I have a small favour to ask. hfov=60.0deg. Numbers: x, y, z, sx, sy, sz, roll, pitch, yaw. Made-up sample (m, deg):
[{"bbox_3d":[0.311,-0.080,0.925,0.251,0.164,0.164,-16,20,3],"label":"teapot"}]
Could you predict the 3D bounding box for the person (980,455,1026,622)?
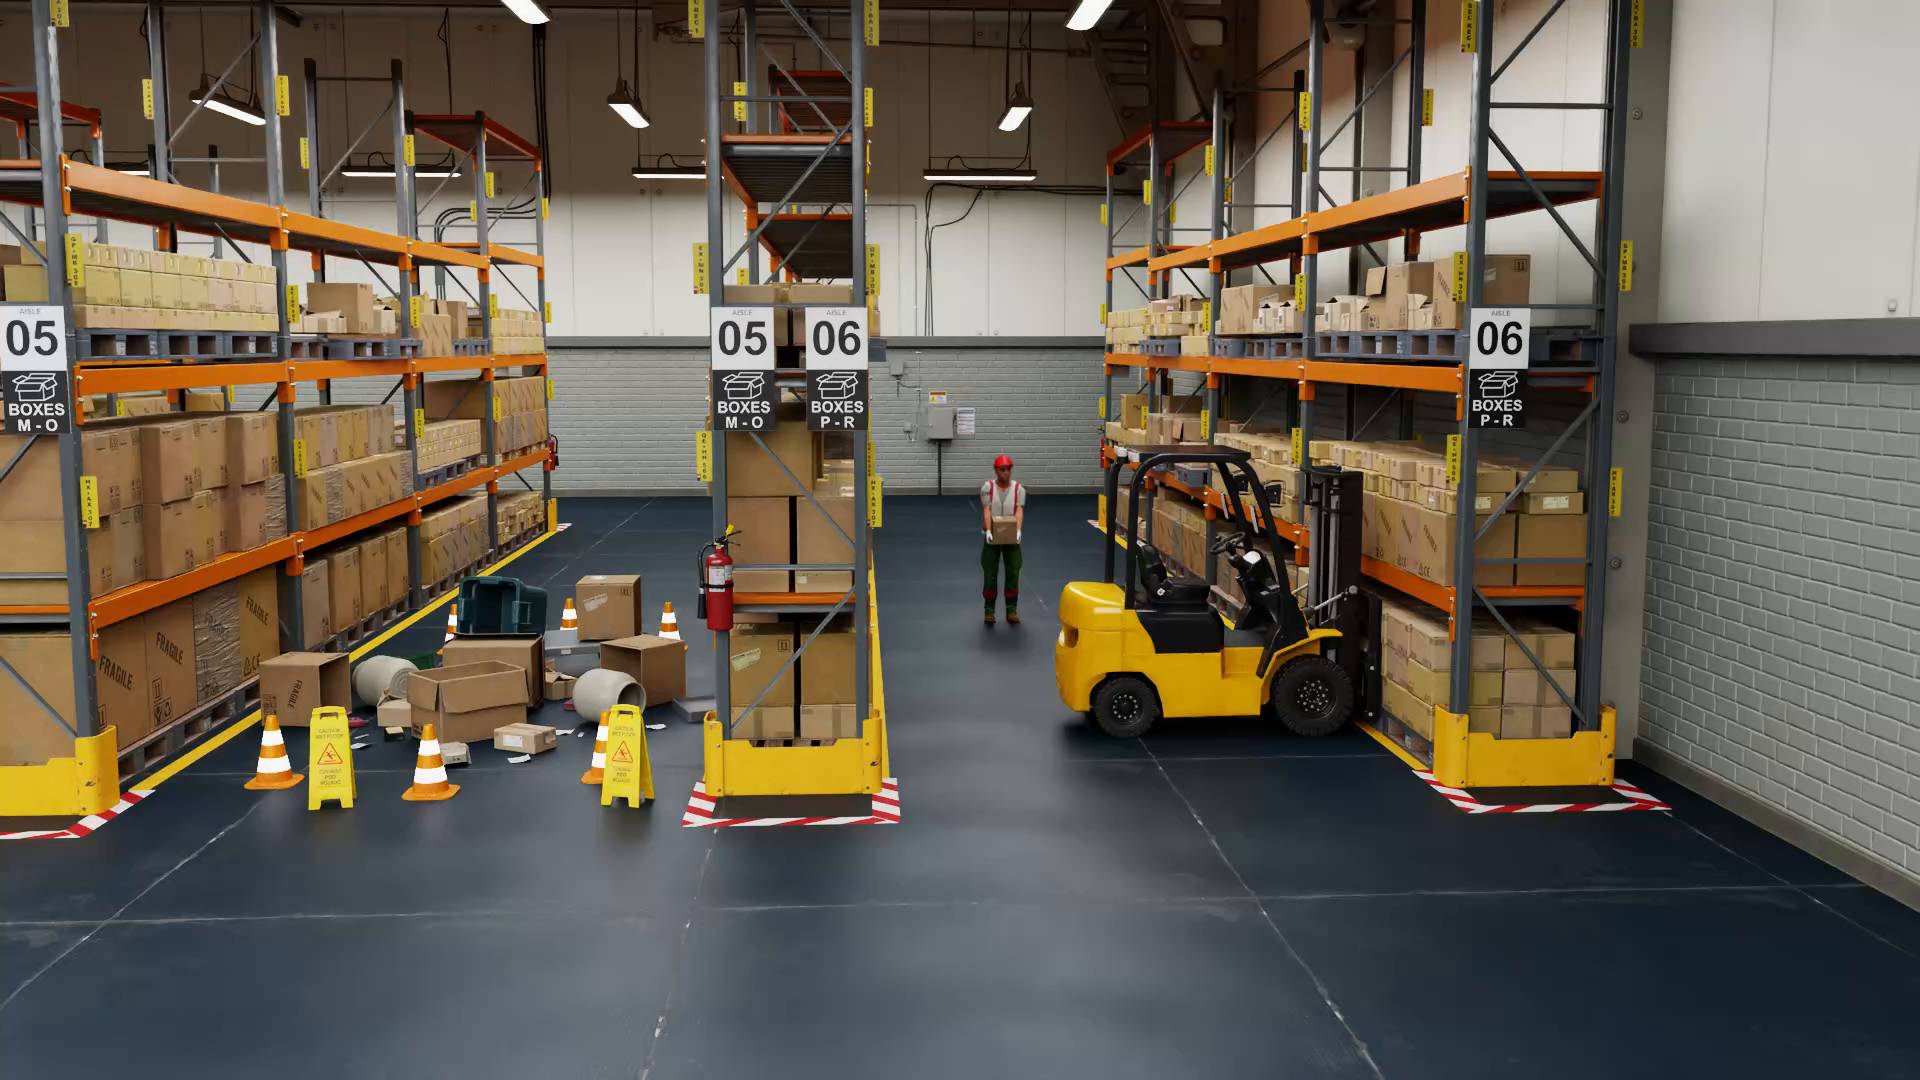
[{"bbox_3d":[0.462,-0.006,17.701,0.495,1.784,0.560,-1,7,-5],"label":"person"}]
